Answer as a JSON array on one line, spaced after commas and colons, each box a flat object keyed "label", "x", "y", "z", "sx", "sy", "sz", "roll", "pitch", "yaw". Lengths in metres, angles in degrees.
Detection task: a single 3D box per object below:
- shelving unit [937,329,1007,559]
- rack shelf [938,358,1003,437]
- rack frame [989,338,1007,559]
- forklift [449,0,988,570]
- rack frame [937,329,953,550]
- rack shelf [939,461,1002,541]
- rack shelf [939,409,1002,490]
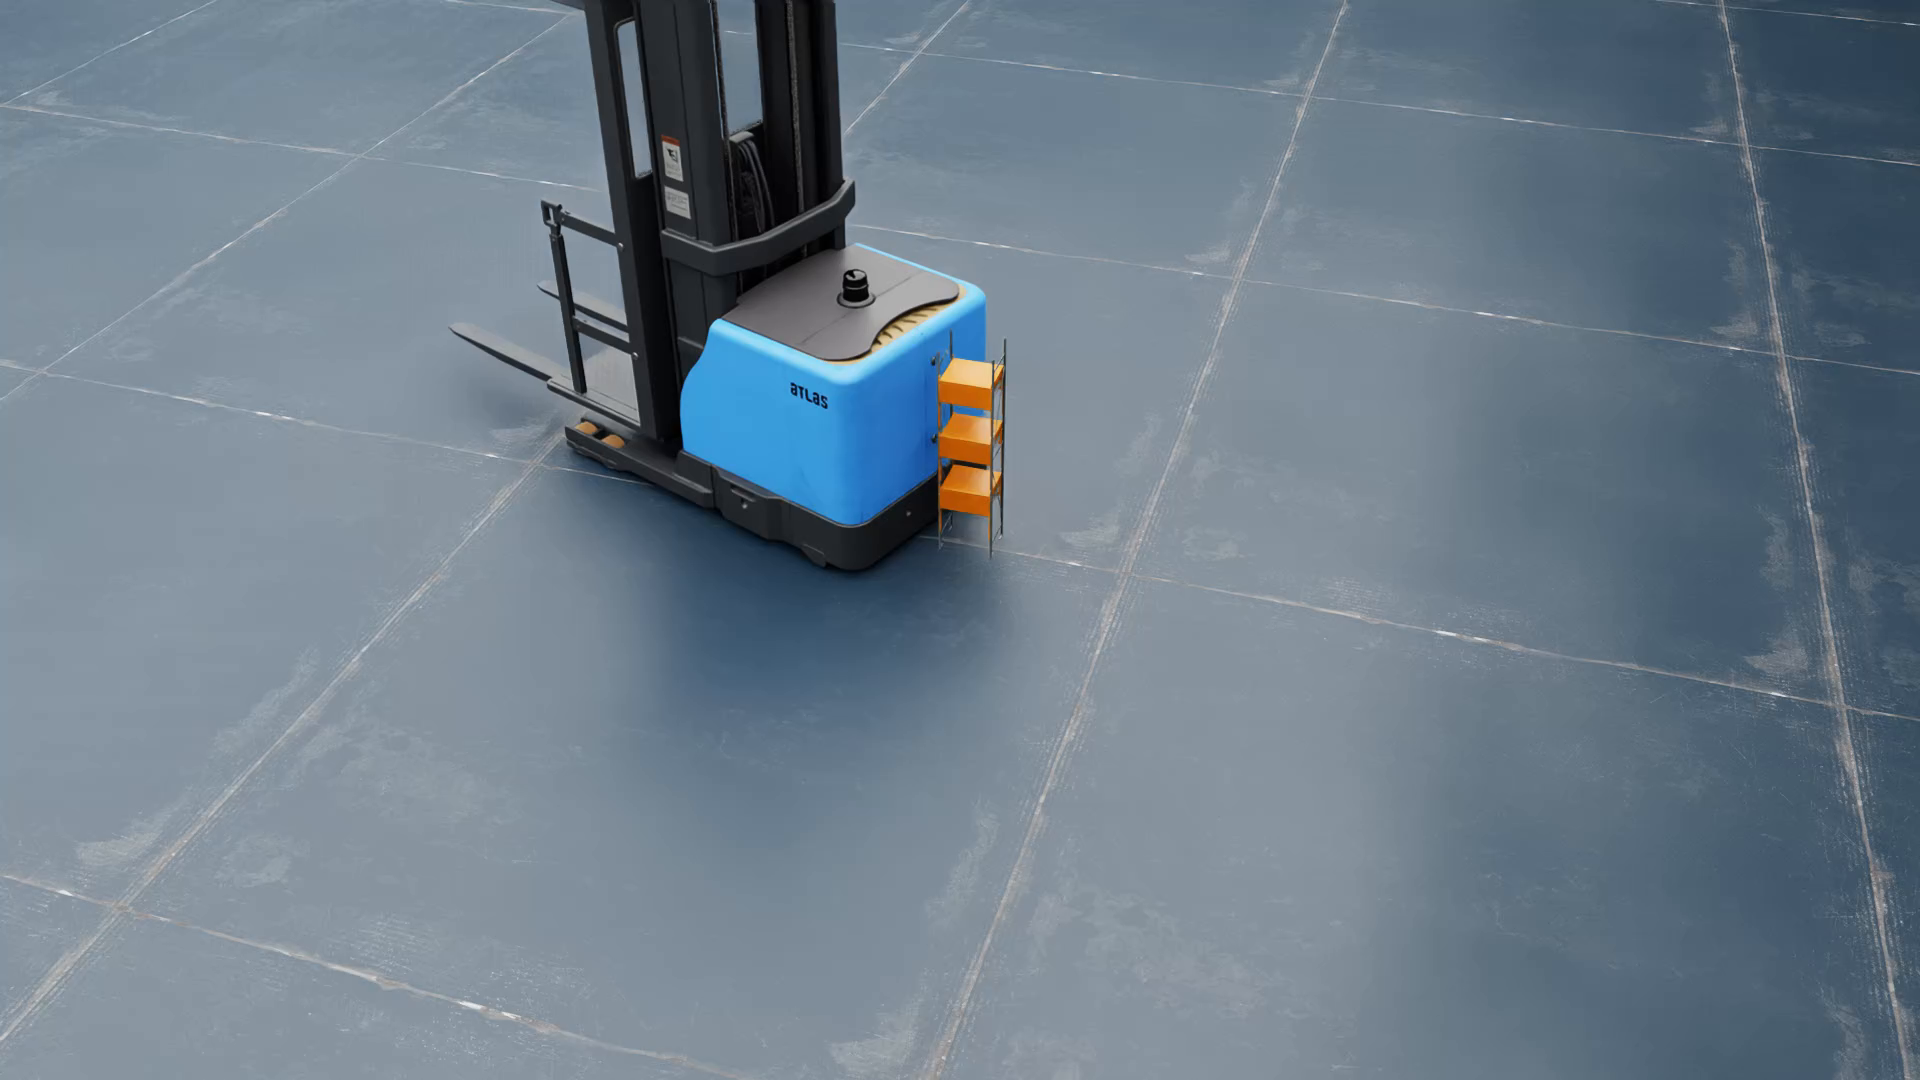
[{"label": "shelving unit", "x": 0.051, "y": -0.413, "z": 7.426, "sx": 0.252, "sy": 1.050, "sz": 0.215, "roll": 10, "pitch": 38, "yaw": 14}, {"label": "rack shelf", "x": 0.051, "y": -0.633, "z": 7.264, "sx": 0.240, "sy": 0.259, "sz": 0.215, "roll": 10, "pitch": 38, "yaw": 14}, {"label": "rack frame", "x": 0.168, "y": -0.392, "z": 7.397, "sx": 0.008, "sy": 1.050, "sz": 0.200, "roll": 10, "pitch": 38, "yaw": 14}, {"label": "forklift", "x": -1.342, "y": -1.755, "z": 7.662, "sx": 3.031, "sy": 2.935, "sz": 1.130, "roll": 25, "pitch": 43, "yaw": 29}, {"label": "rack frame", "x": -0.065, "y": -0.435, "z": 7.455, "sx": 0.008, "sy": 1.050, "sz": 0.200, "roll": 10, "pitch": 38, "yaw": 14}, {"label": "rack shelf", "x": 0.051, "y": -0.181, "z": 7.597, "sx": 0.240, "sy": 0.259, "sz": 0.215, "roll": 10, "pitch": 38, "yaw": 14}, {"label": "rack shelf", "x": 0.051, "y": -0.405, "z": 7.432, "sx": 0.240, "sy": 0.259, "sz": 0.215, "roll": 10, "pitch": 38, "yaw": 14}]
